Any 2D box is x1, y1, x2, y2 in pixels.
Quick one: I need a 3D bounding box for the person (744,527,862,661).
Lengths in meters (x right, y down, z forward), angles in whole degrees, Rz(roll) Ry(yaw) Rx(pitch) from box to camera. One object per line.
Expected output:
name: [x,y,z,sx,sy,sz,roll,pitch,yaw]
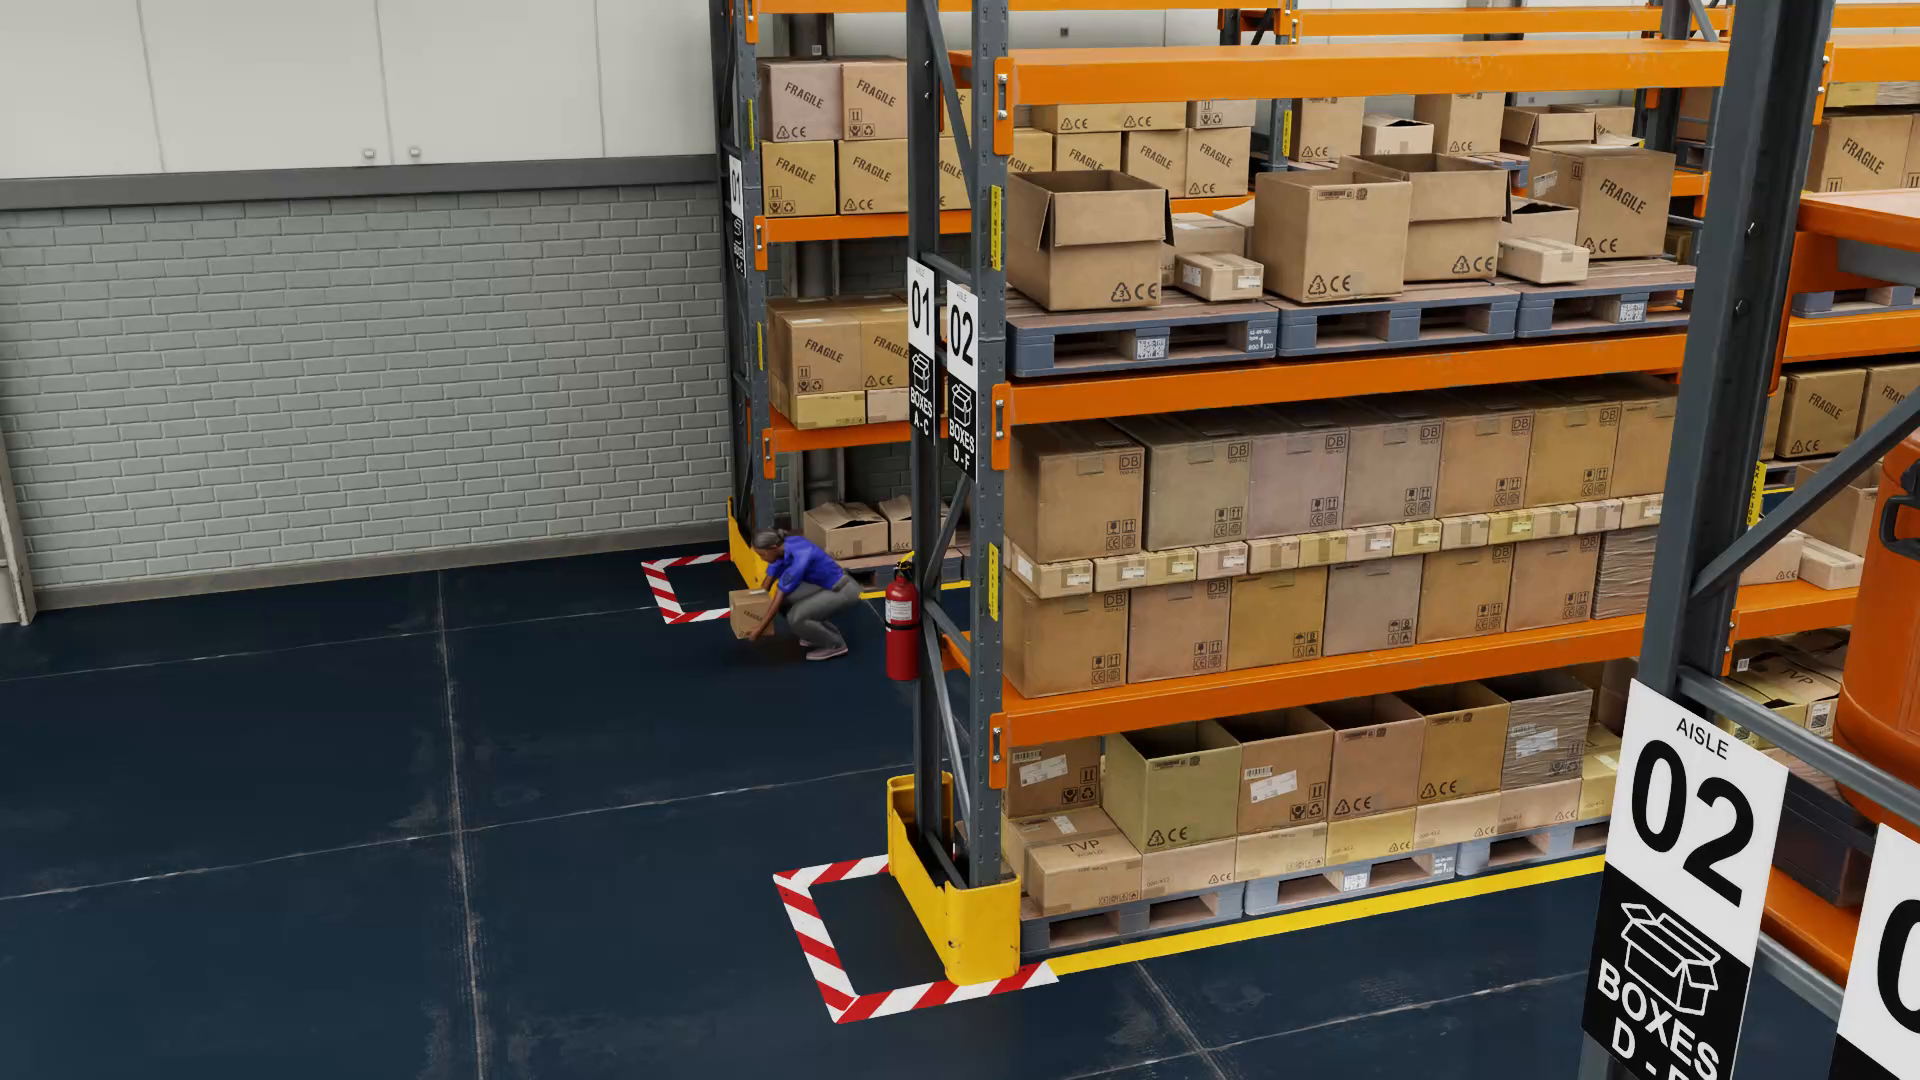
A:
person: [-1.084,0.331,11.228,0.837,0.949,0.460,-6,20,-16]
